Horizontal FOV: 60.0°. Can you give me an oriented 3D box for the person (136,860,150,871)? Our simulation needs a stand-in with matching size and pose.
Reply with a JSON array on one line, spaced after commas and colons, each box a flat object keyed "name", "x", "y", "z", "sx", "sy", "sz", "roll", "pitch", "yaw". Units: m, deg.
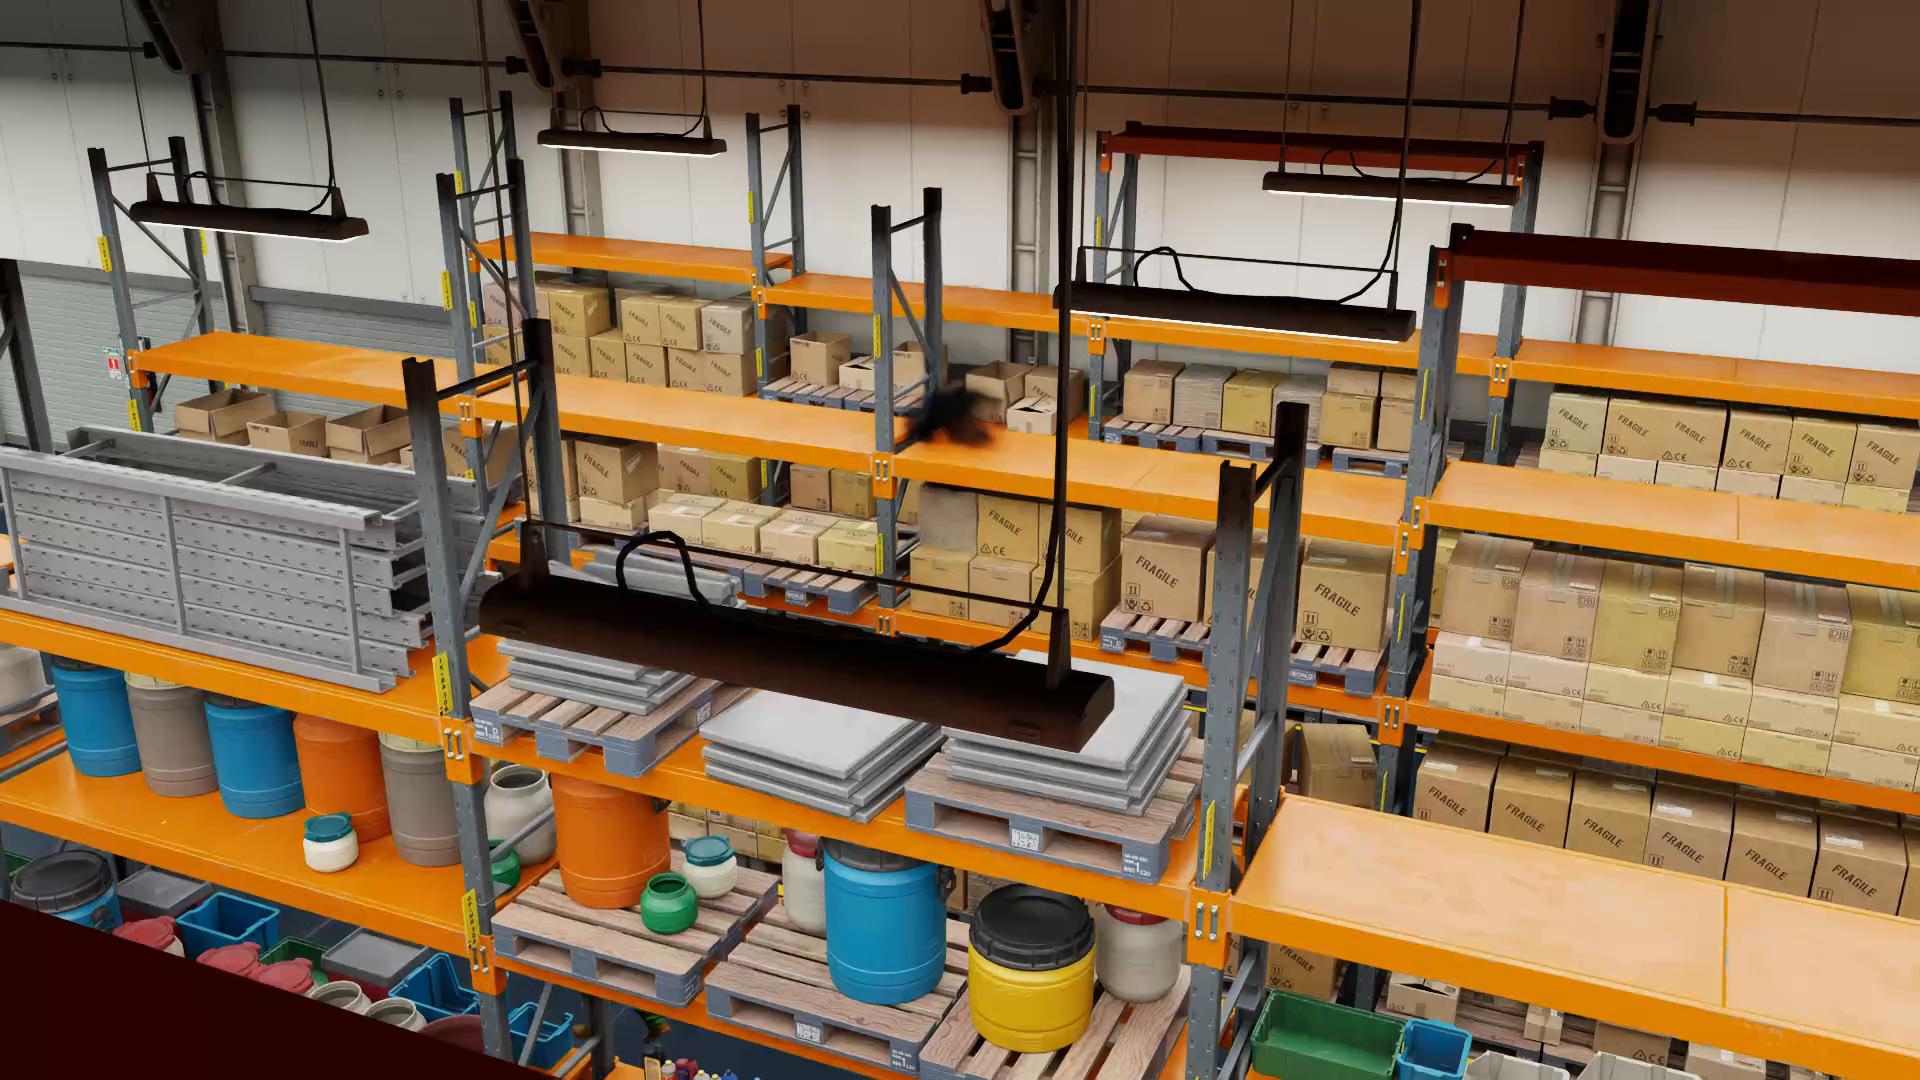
[{"name": "person", "x": -6.843, "y": 2.413, "z": 13.791, "sx": 0.645, "sy": 1.712, "sz": 0.695, "roll": 7, "pitch": 22, "yaw": 18}]

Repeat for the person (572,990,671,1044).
[{"name": "person", "x": -2.485, "y": 2.864, "z": 11.801, "sx": 0.826, "sy": 1.758, "sz": 0.669, "roll": 10, "pitch": 23, "yaw": 24}]
